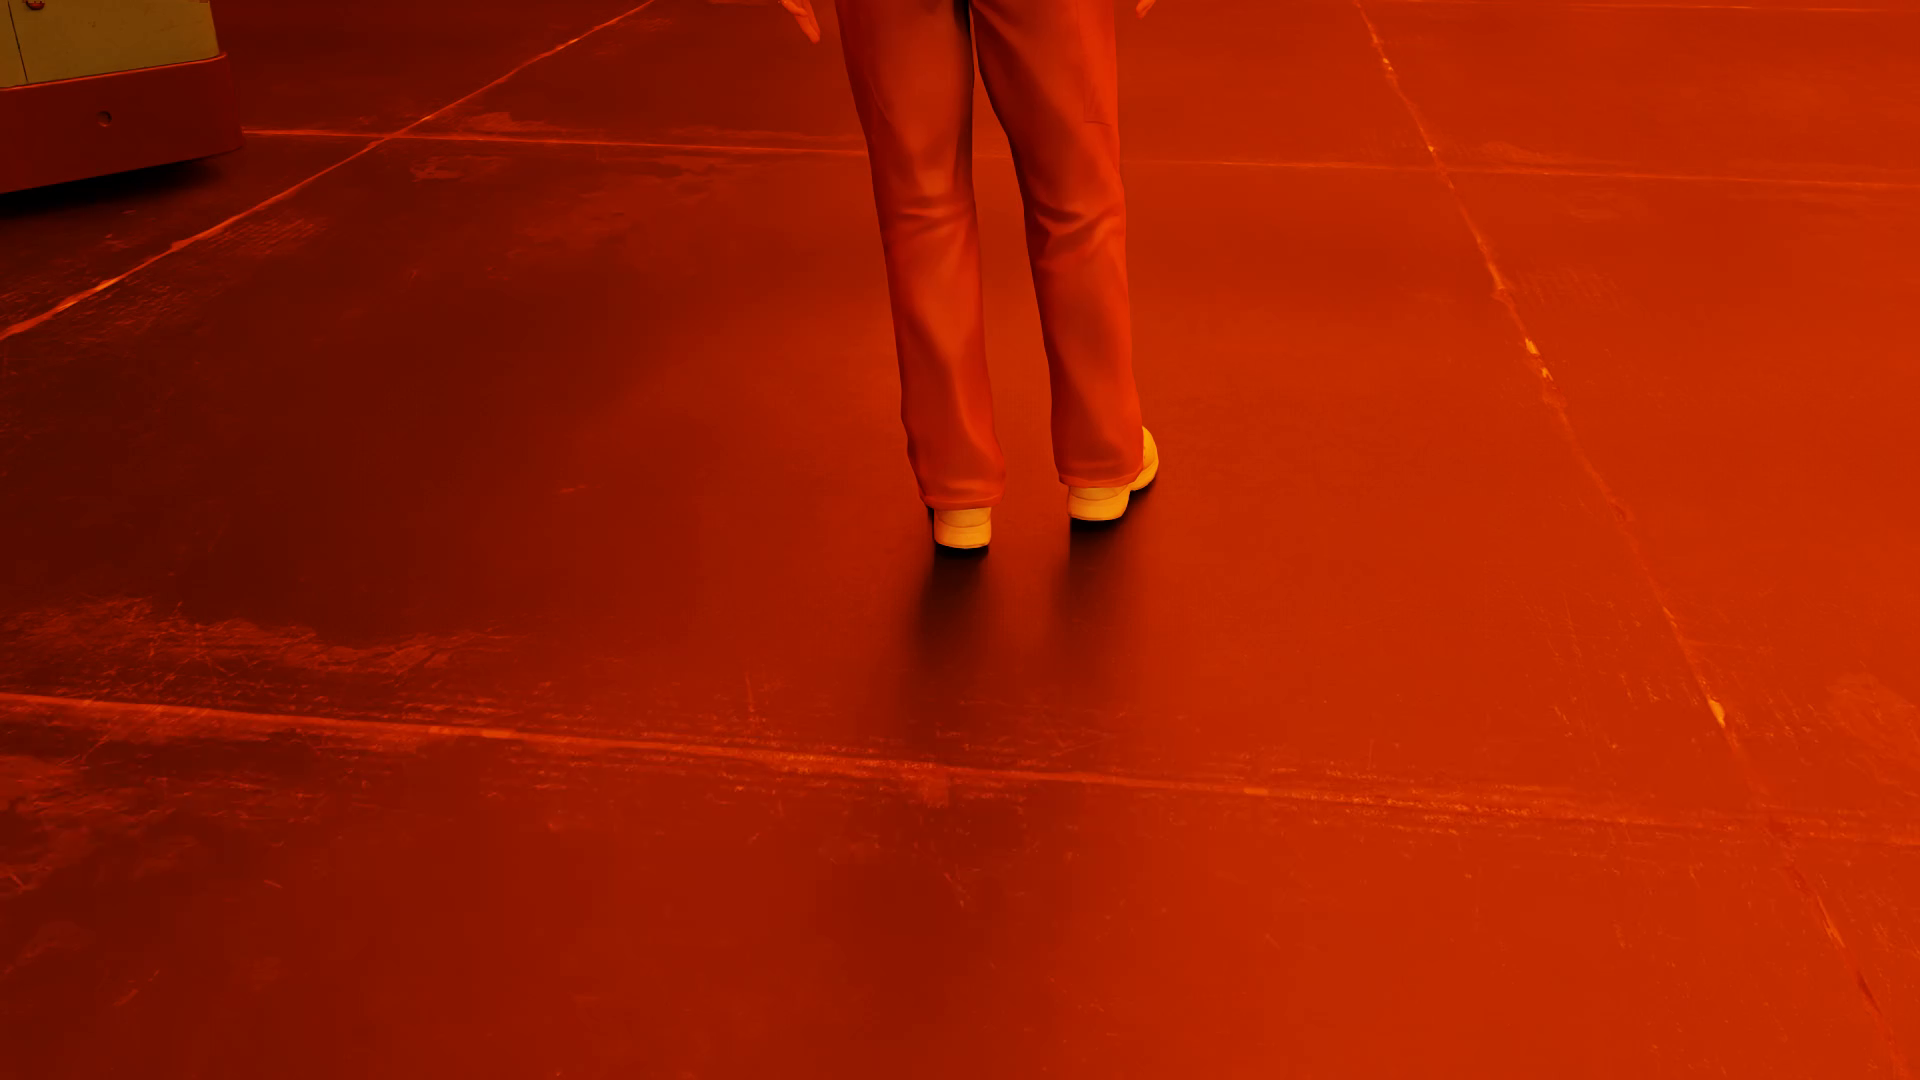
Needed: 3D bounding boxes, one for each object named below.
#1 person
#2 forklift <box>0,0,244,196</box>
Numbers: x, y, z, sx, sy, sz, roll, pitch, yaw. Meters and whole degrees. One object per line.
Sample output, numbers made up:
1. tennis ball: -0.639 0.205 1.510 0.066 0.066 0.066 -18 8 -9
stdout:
1. person: 0.004 -0.791 2.120 0.536 1.609 0.426 3 27 7
2. forklift: -3.342 -2.579 4.386 3.031 2.935 1.130 22 34 37
